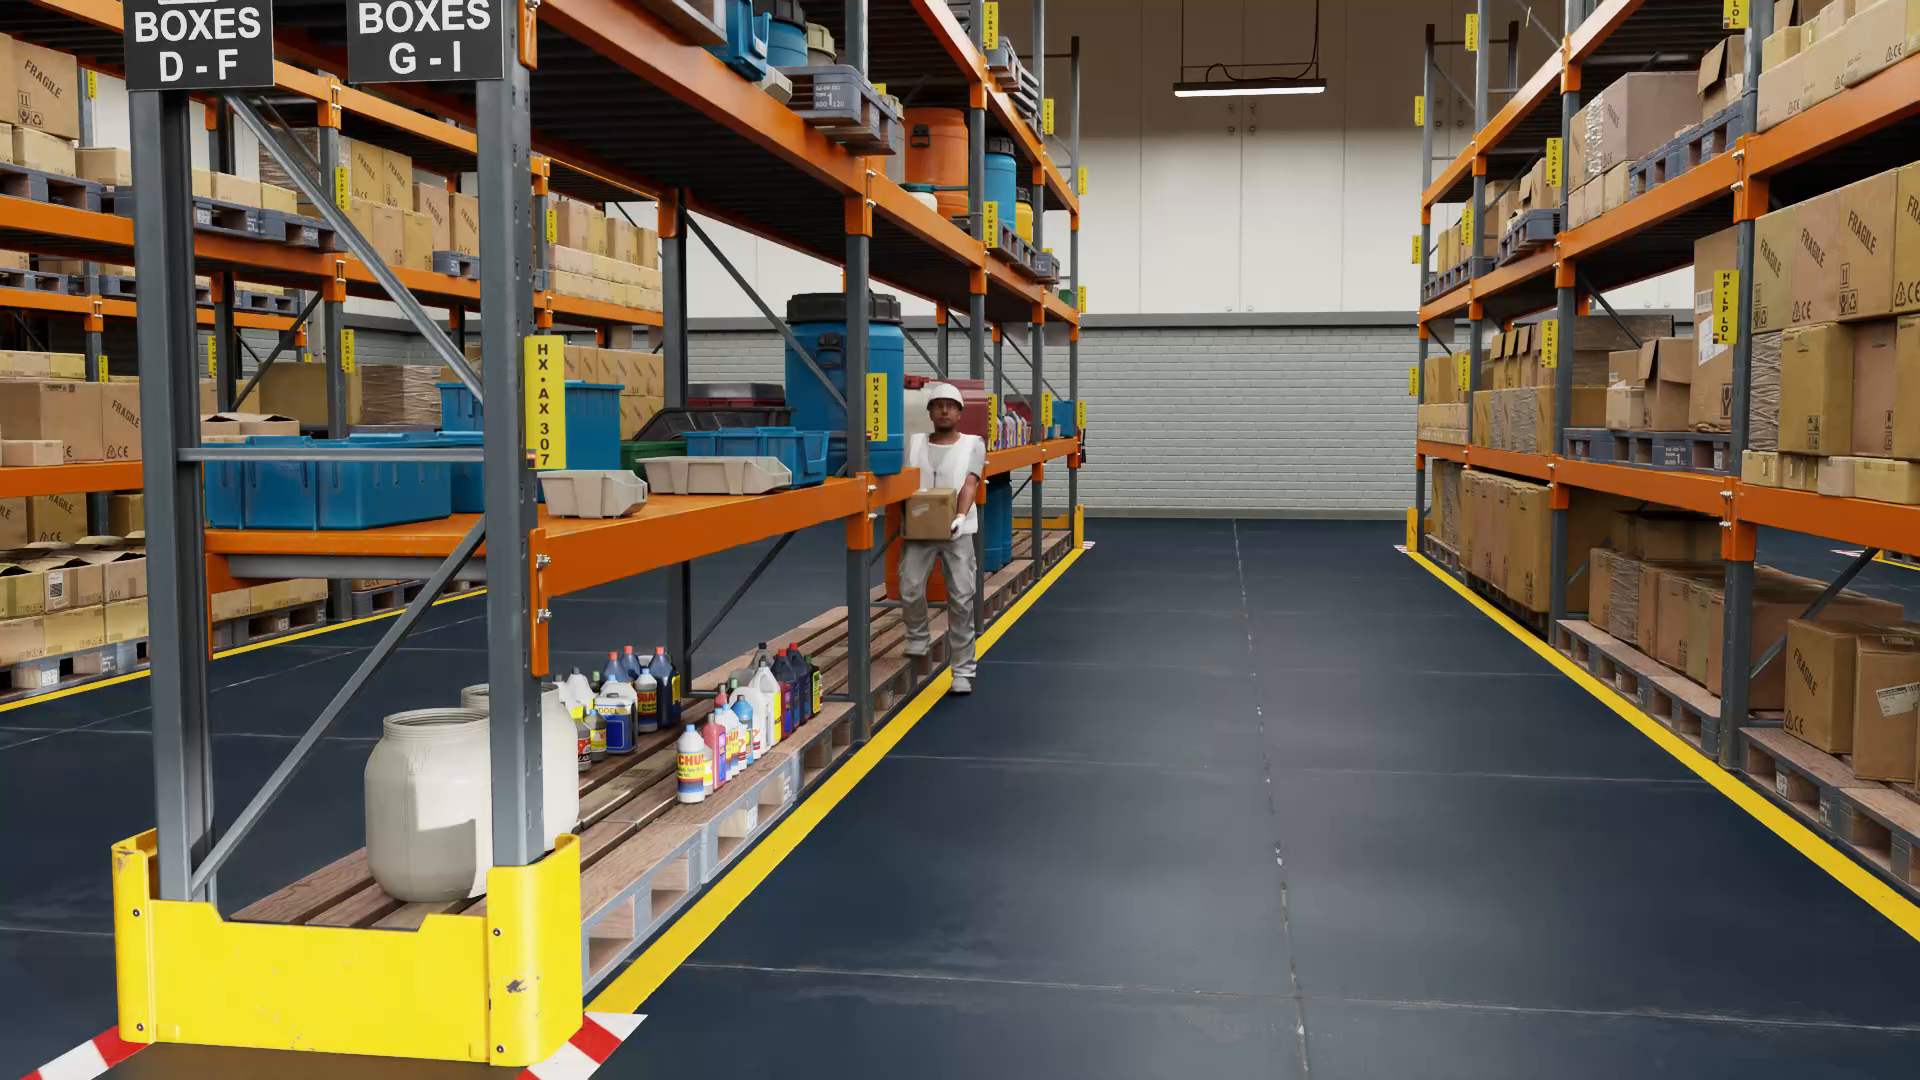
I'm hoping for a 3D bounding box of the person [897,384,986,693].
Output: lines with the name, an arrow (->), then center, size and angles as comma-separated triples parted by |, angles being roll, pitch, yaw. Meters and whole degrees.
person -> -0.117, -0.003, 9.525 | 0.487, 1.778, 0.584 | 1, 4, 9
